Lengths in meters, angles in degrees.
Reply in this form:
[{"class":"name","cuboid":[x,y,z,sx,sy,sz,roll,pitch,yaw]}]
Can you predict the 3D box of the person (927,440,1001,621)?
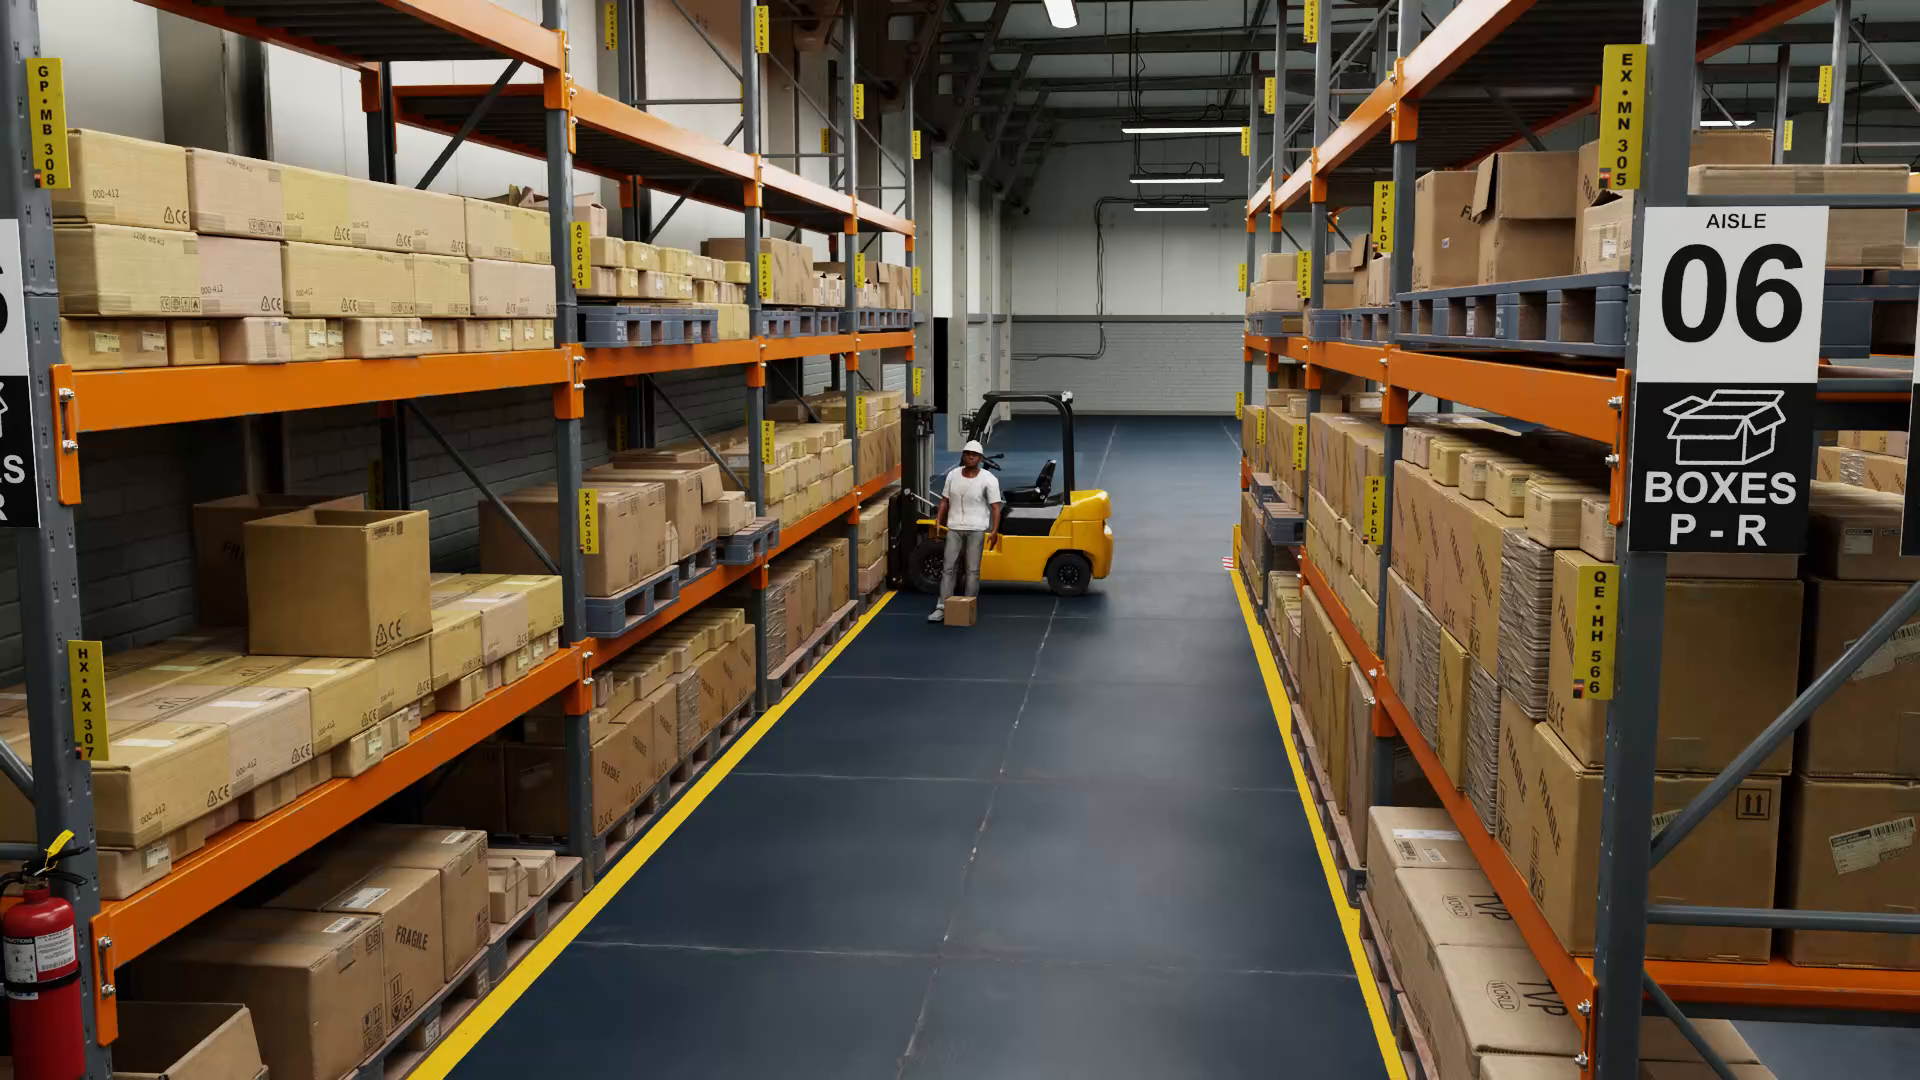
[{"class":"person","cuboid":[0.044,-0.090,16.312,0.665,1.765,0.577,3,8,20]}]
